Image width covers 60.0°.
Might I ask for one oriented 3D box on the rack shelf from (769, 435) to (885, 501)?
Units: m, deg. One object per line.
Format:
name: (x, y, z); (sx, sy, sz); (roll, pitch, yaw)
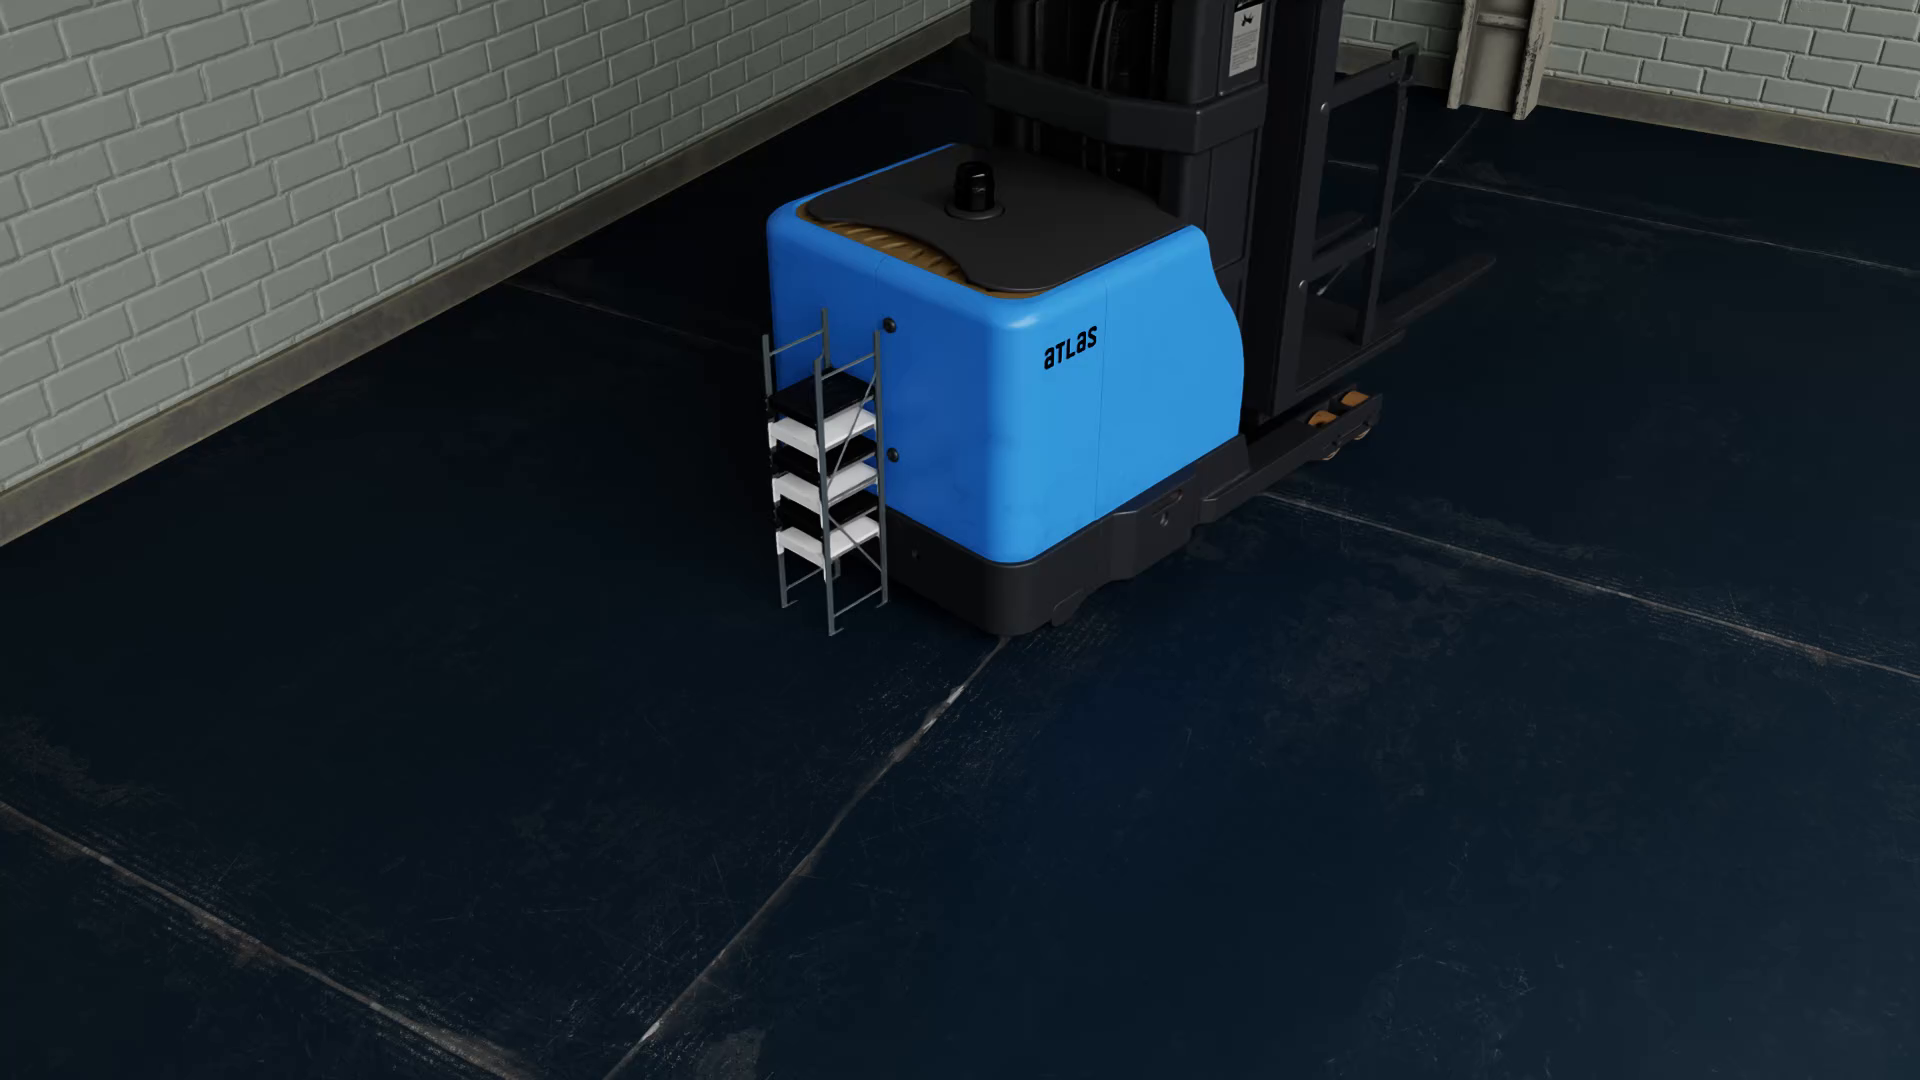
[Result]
rack shelf: (-0.373, -0.227, 4.677); (0.200, 0.077, 0.258); (27, 42, 34)

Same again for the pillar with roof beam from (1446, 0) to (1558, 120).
pillar with roof beam: (0.630, -3.937, 3.043); (0.400, 9.000, 9.100); (18, 37, 24)

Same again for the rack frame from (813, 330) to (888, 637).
rack frame: (-0.299, -0.142, 4.651); (0.006, 0.900, 0.240); (27, 42, 34)

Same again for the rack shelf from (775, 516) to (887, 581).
rack shelf: (-0.373, -0.003, 4.827); (0.200, 0.077, 0.258); (27, 42, 34)

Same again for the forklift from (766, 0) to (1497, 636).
forklift: (0.815, -1.668, 5.110); (1.130, 2.935, 3.031); (28, 43, 35)

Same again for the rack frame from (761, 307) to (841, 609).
rack frame: (-0.448, -0.218, 4.766); (0.006, 0.900, 0.240); (27, 42, 34)

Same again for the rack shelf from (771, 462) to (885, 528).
rack shelf: (-0.373, -0.152, 4.727); (0.200, 0.077, 0.258); (27, 42, 34)

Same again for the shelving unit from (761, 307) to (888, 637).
shelving unit: (-0.373, -0.180, 4.709); (0.210, 0.900, 0.258); (27, 42, 34)

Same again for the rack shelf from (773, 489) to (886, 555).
rack shelf: (-0.373, -0.077, 4.777); (0.200, 0.077, 0.258); (27, 42, 34)

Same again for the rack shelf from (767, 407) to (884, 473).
rack shelf: (-0.373, -0.302, 4.627); (0.200, 0.077, 0.258); (27, 42, 34)

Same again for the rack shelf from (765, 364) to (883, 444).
rack shelf: (-0.373, -0.377, 4.577); (0.200, 0.077, 0.258); (27, 42, 34)
